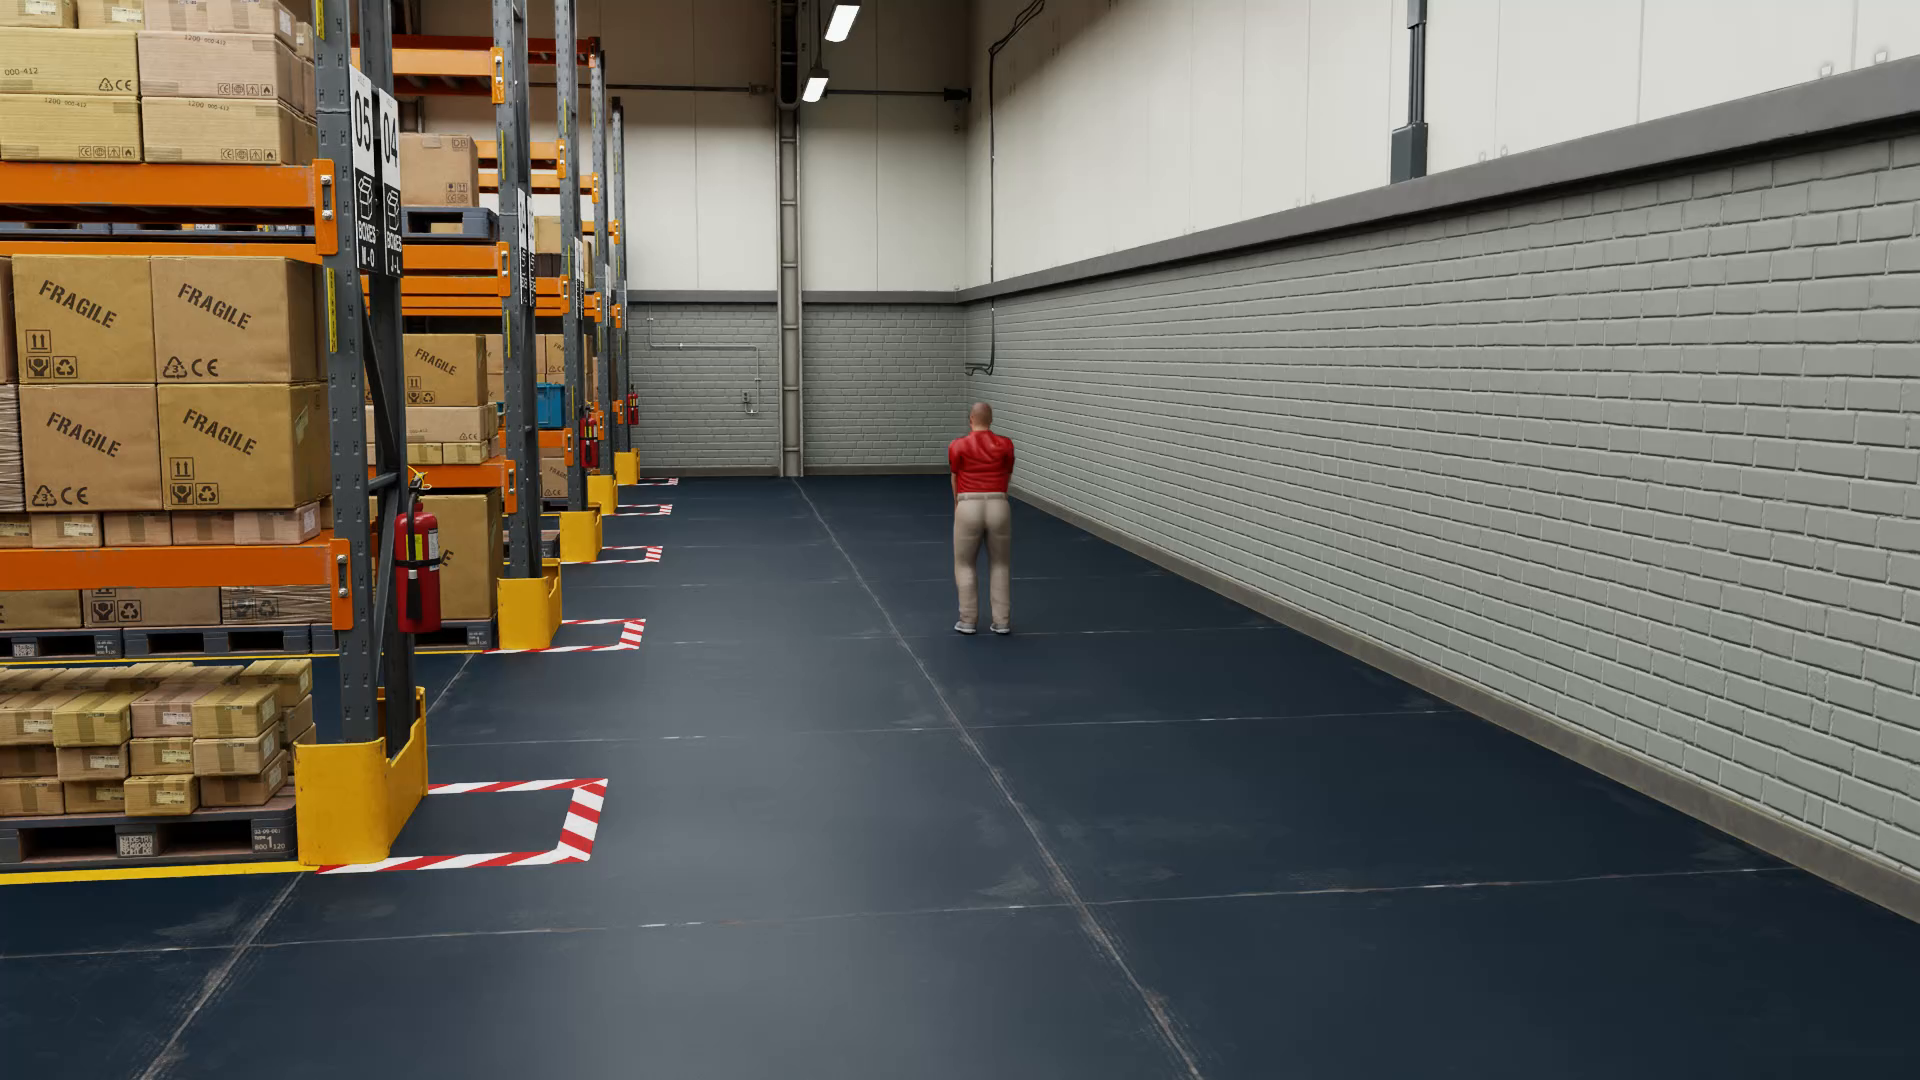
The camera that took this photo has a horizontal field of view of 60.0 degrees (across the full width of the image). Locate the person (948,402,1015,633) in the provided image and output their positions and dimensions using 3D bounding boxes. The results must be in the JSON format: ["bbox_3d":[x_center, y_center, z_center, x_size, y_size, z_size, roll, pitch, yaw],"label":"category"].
[{"bbox_3d":[0.142,-0.171,12.358,0.493,1.719,0.538,-1,6,-8],"label":"person"}]
